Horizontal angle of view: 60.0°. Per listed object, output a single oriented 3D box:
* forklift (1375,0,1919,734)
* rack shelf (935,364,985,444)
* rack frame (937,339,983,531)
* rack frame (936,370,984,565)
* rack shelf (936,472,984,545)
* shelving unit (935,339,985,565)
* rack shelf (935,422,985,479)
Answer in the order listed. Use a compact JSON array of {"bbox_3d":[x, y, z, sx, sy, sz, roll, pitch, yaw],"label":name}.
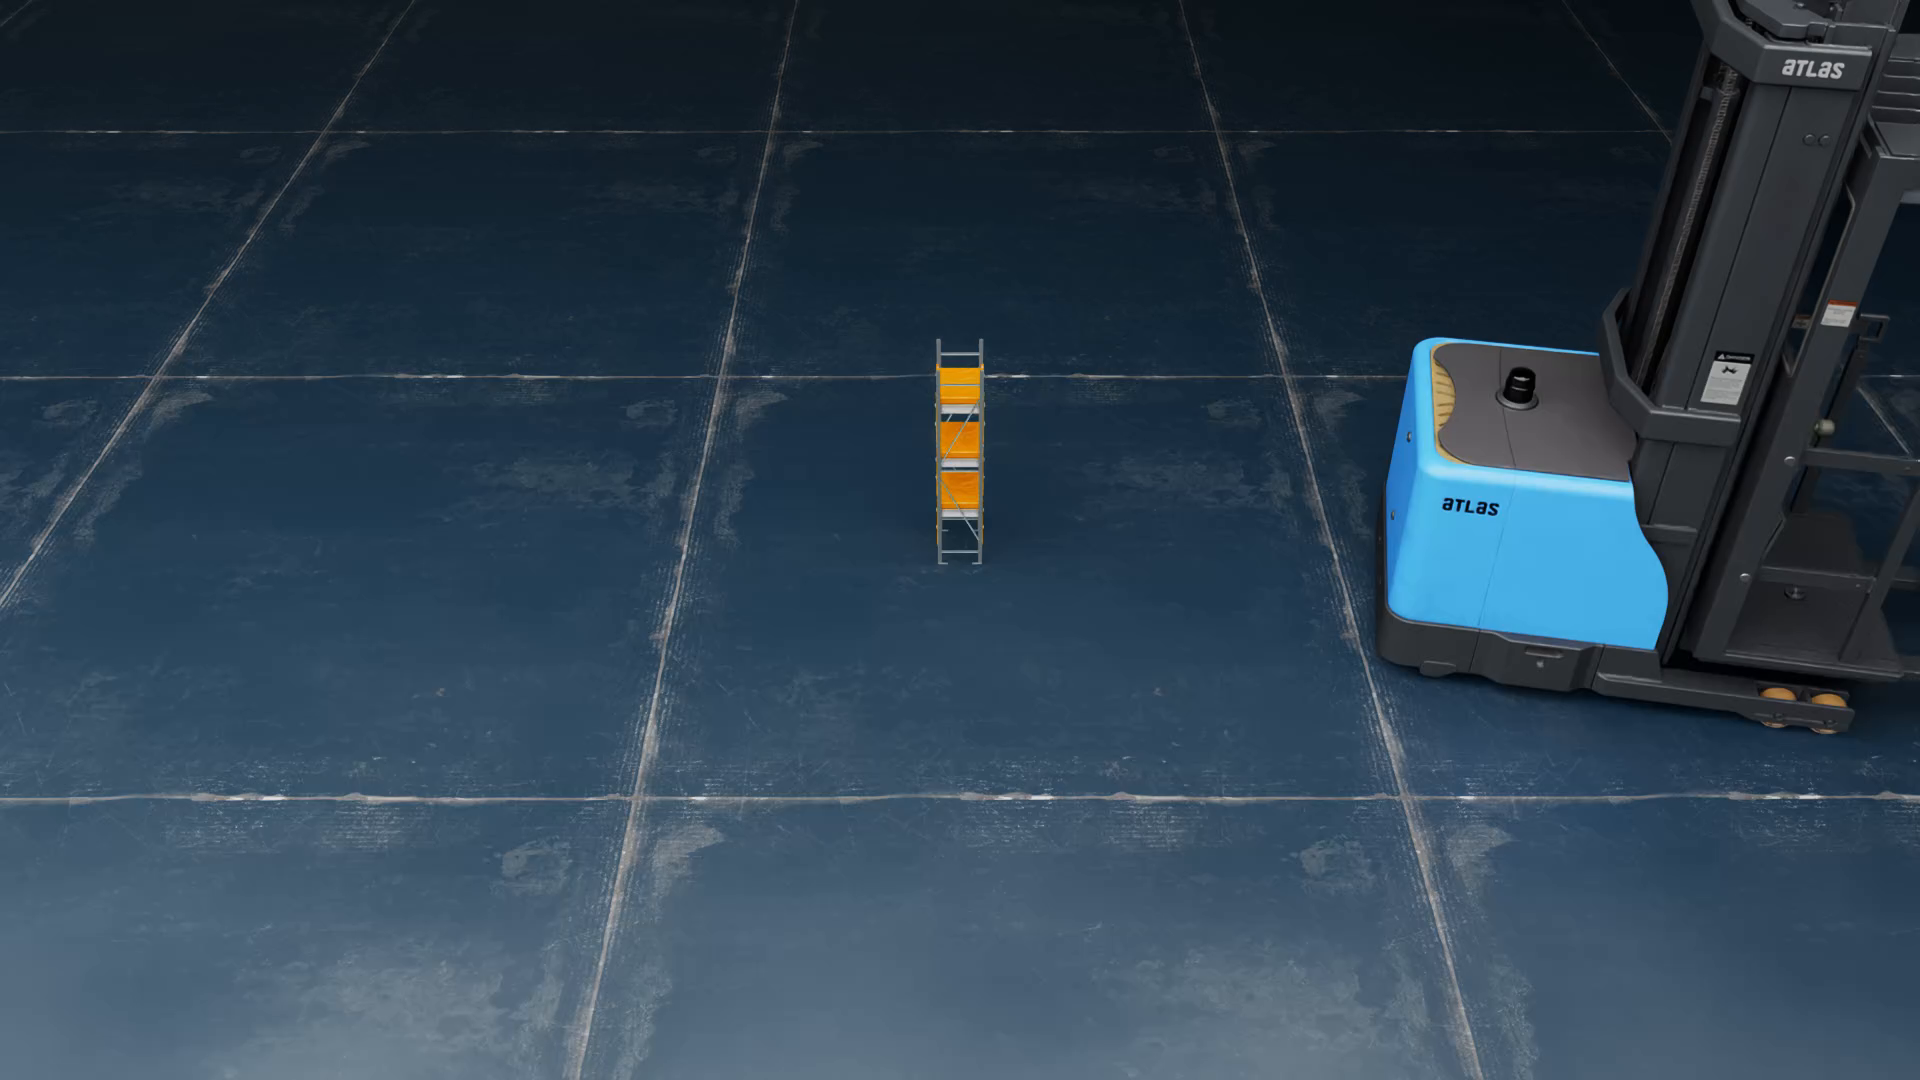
[{"bbox_3d":[3.337,-0.718,6.302,3.031,2.935,1.130,7,39,8],"label":"forklift"},{"bbox_3d":[0.000,-0.589,7.209,0.215,0.259,0.240,0,39,0],"label":"rack shelf"},{"bbox_3d":[0.000,-0.453,7.475,0.200,1.050,0.008,0,39,0],"label":"rack frame"},{"bbox_3d":[0.000,-0.300,7.285,0.200,1.050,0.008,0,39,0],"label":"rack frame"},{"bbox_3d":[0.000,-0.151,7.560,0.215,0.259,0.240,0,39,0],"label":"rack shelf"},{"bbox_3d":[0.000,-0.376,7.380,0.215,1.050,0.252,0,39,0],"label":"shelving unit"},{"bbox_3d":[0.000,-0.368,7.387,0.215,0.259,0.240,0,39,0],"label":"rack shelf"}]
